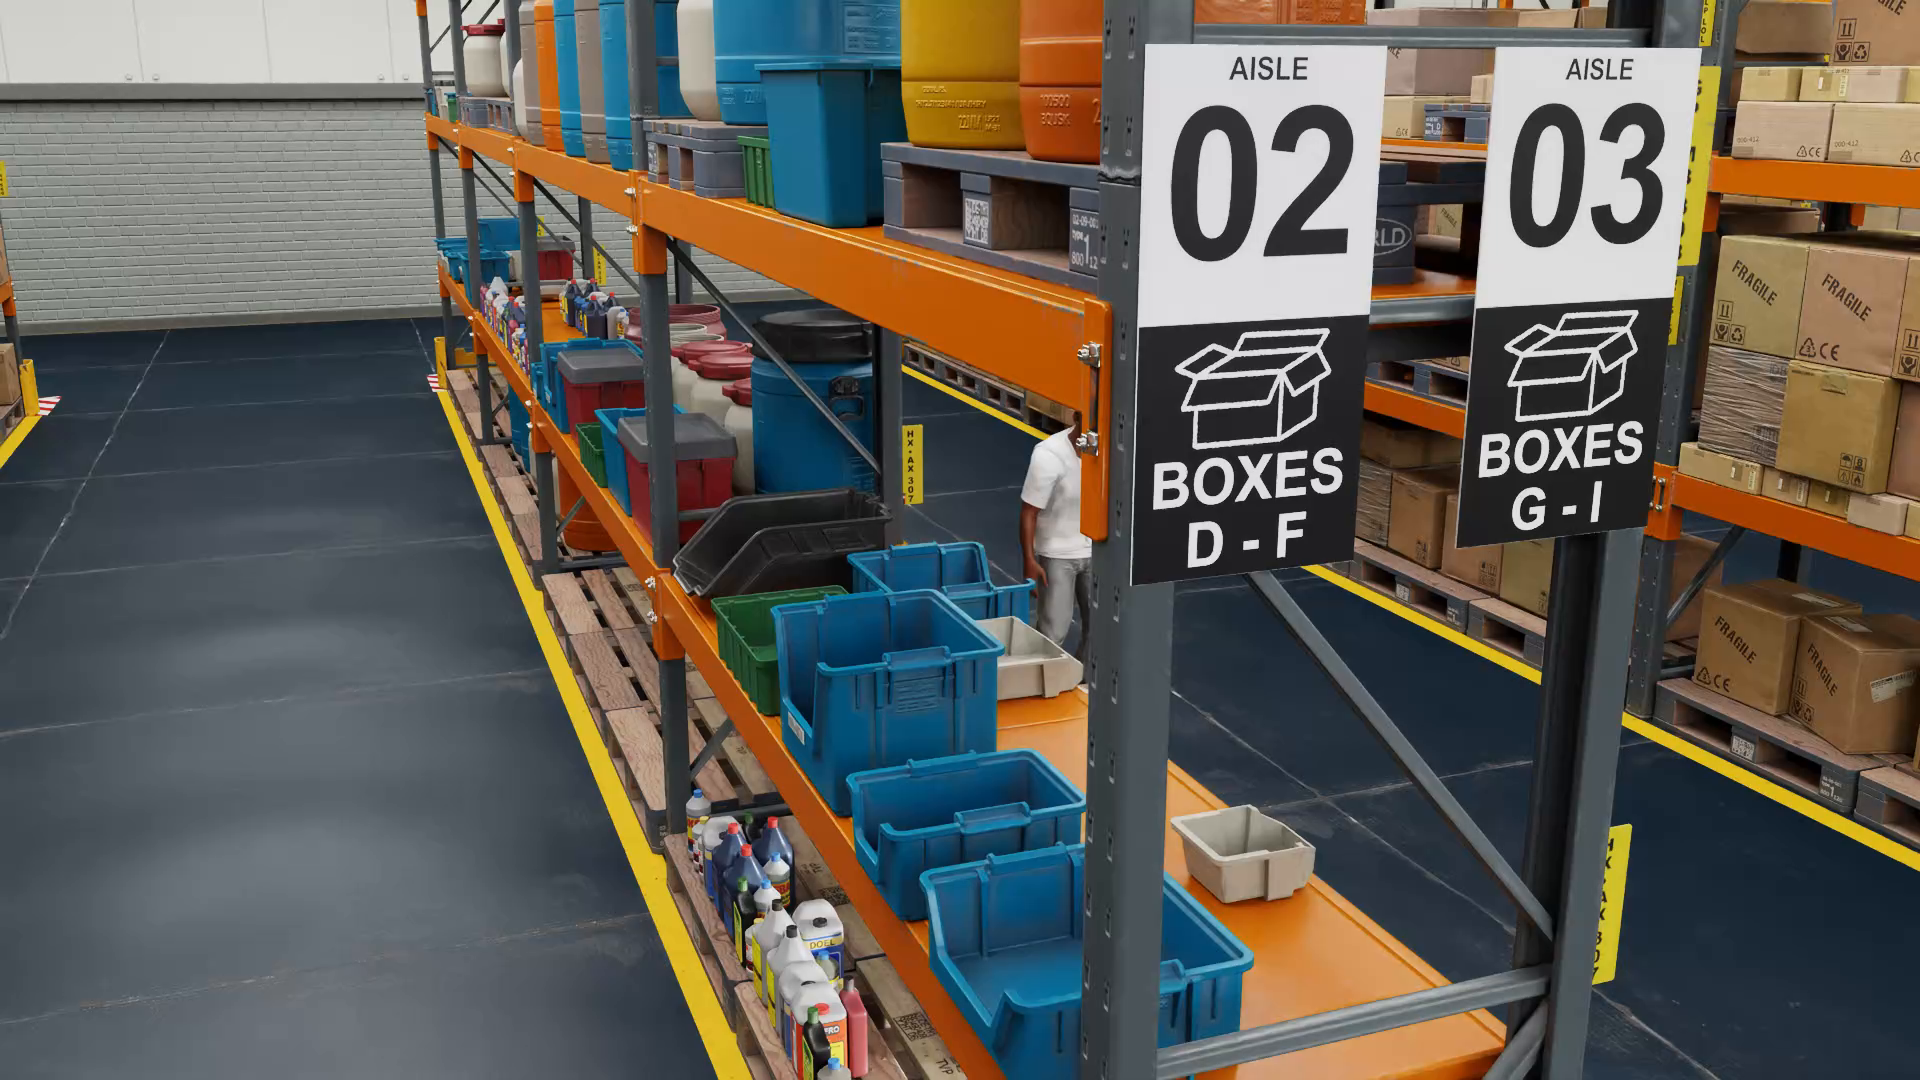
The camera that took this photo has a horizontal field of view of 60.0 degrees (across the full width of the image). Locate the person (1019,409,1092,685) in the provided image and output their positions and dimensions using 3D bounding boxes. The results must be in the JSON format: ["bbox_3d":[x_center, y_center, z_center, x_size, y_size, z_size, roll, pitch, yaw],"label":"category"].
[{"bbox_3d":[0.589,0.084,8.190,0.633,1.759,0.461,-7,17,-24],"label":"person"}]
